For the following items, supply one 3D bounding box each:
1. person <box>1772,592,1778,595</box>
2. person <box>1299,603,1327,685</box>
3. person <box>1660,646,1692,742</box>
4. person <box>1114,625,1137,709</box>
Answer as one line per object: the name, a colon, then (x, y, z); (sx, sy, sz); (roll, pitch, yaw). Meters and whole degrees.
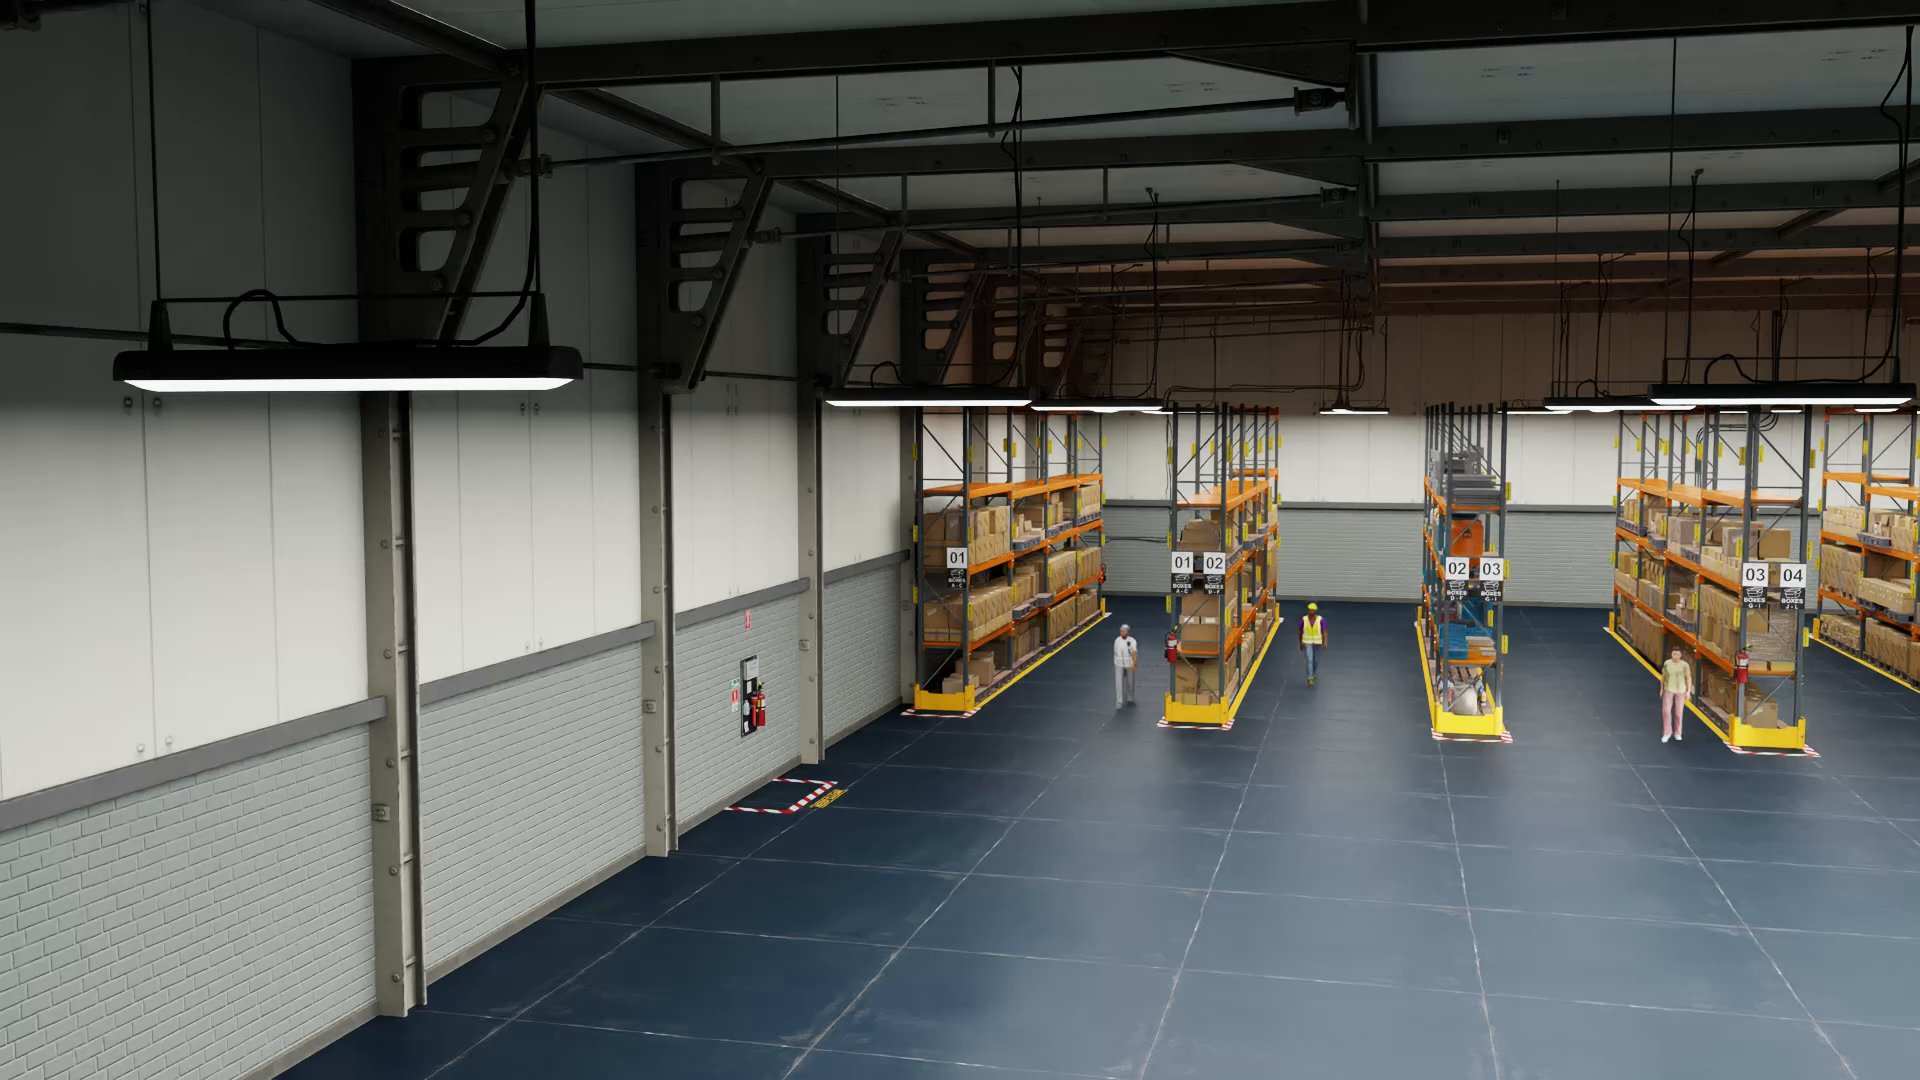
person: (21.791, 1.597, 44.601); (0.665, 1.516, 0.666); (2, 5, 27)
person: (7.577, 2.218, 35.643); (0.549, 1.721, 1.069); (0, 4, -1)
person: (12.641, 2.724, 29.395); (0.516, 1.727, 0.470); (2, 5, 30)
person: (3.271, 2.477, 32.860); (0.483, 1.604, 1.034); (1, 4, 12)
